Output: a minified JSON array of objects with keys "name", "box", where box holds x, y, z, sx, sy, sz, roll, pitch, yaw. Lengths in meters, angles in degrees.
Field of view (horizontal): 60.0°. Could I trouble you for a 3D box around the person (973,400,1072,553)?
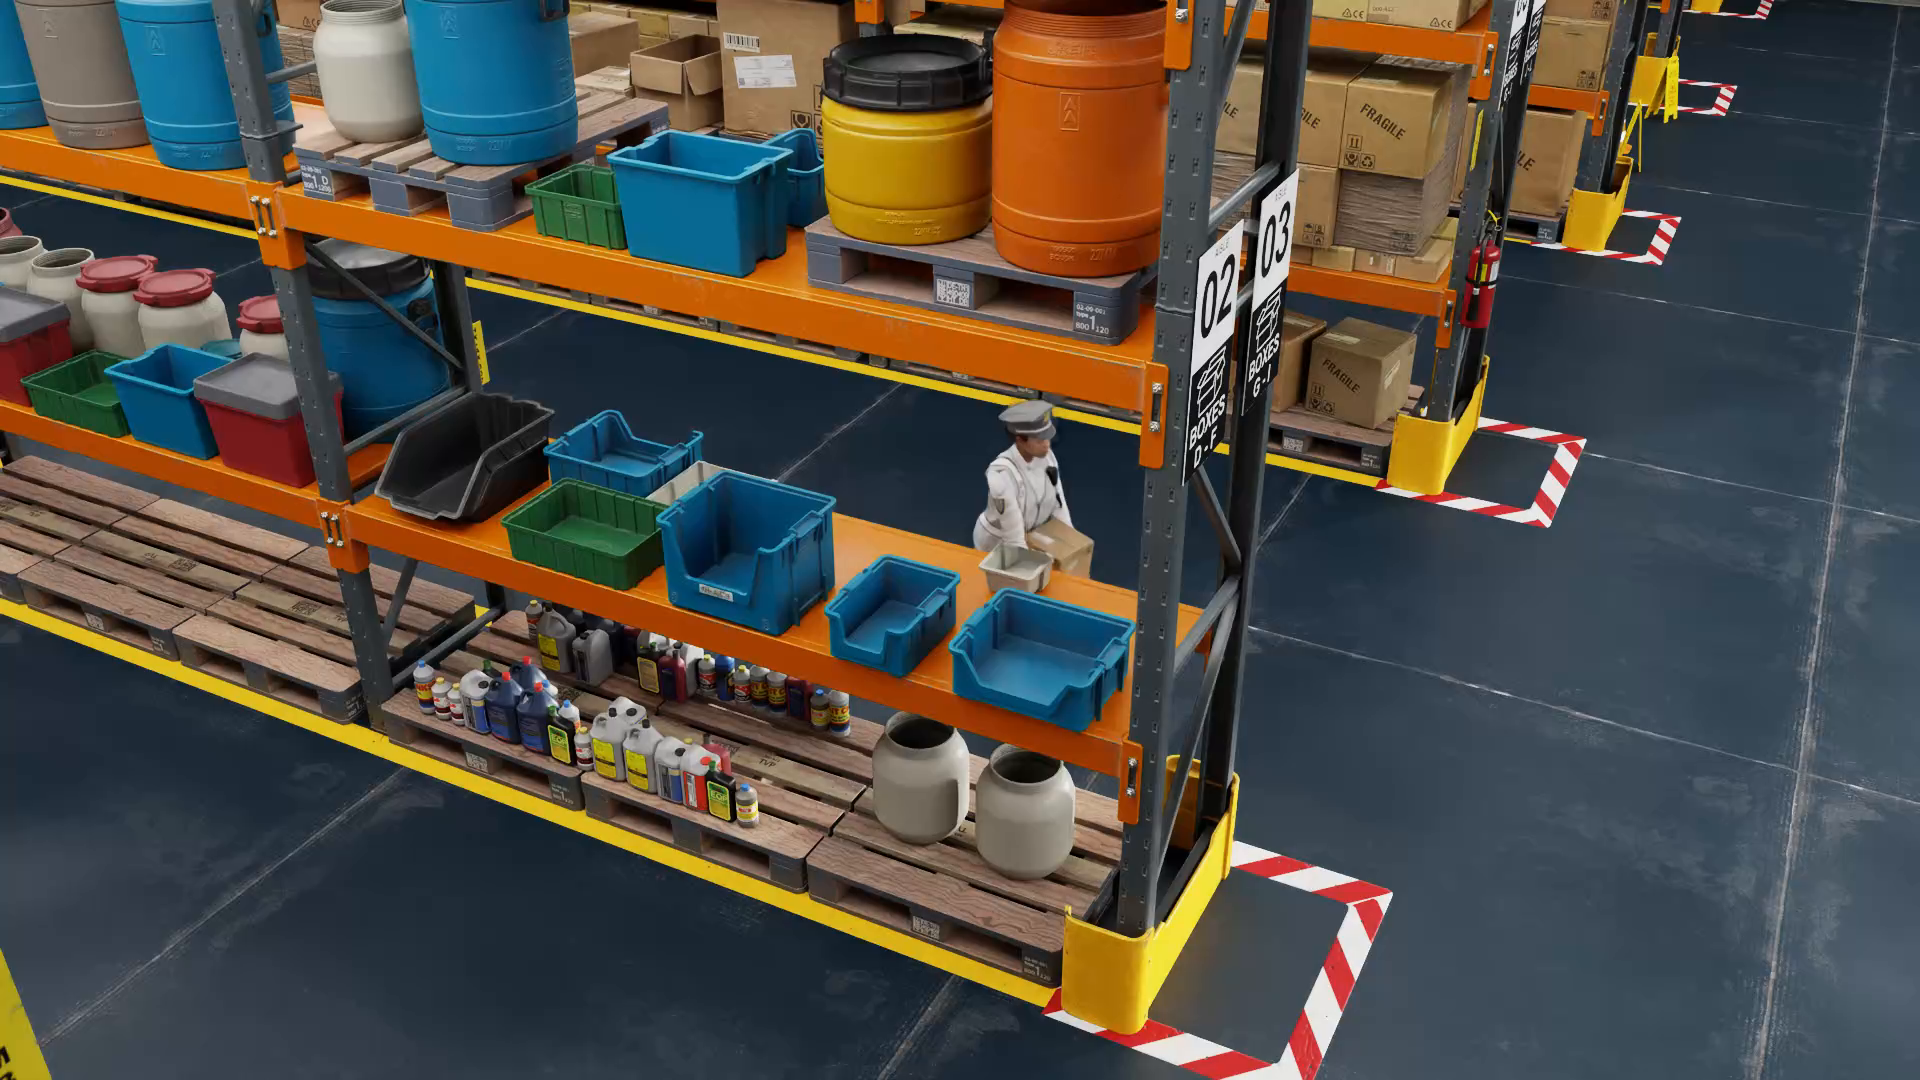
[{"name":"person","box":[0.333,0.089,8.137,0.542,1.667,0.414,27,39,38]}]
